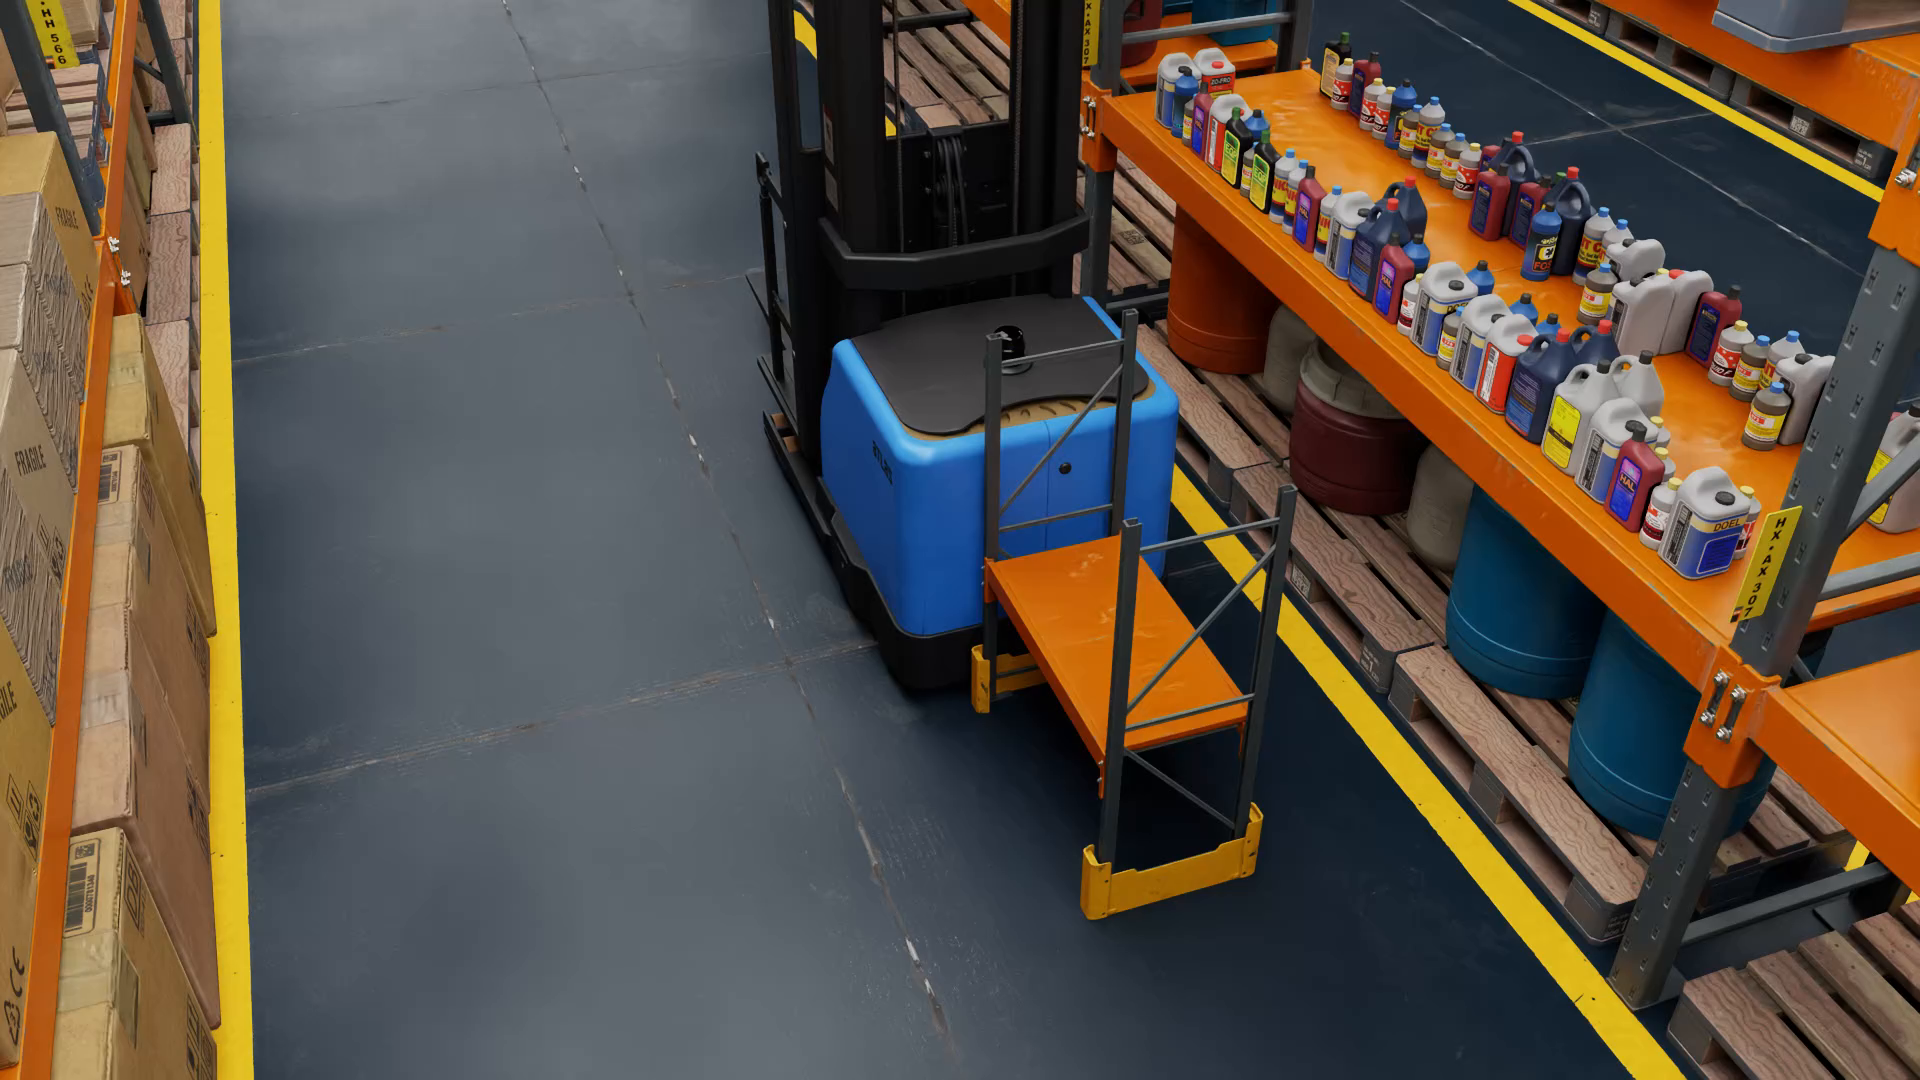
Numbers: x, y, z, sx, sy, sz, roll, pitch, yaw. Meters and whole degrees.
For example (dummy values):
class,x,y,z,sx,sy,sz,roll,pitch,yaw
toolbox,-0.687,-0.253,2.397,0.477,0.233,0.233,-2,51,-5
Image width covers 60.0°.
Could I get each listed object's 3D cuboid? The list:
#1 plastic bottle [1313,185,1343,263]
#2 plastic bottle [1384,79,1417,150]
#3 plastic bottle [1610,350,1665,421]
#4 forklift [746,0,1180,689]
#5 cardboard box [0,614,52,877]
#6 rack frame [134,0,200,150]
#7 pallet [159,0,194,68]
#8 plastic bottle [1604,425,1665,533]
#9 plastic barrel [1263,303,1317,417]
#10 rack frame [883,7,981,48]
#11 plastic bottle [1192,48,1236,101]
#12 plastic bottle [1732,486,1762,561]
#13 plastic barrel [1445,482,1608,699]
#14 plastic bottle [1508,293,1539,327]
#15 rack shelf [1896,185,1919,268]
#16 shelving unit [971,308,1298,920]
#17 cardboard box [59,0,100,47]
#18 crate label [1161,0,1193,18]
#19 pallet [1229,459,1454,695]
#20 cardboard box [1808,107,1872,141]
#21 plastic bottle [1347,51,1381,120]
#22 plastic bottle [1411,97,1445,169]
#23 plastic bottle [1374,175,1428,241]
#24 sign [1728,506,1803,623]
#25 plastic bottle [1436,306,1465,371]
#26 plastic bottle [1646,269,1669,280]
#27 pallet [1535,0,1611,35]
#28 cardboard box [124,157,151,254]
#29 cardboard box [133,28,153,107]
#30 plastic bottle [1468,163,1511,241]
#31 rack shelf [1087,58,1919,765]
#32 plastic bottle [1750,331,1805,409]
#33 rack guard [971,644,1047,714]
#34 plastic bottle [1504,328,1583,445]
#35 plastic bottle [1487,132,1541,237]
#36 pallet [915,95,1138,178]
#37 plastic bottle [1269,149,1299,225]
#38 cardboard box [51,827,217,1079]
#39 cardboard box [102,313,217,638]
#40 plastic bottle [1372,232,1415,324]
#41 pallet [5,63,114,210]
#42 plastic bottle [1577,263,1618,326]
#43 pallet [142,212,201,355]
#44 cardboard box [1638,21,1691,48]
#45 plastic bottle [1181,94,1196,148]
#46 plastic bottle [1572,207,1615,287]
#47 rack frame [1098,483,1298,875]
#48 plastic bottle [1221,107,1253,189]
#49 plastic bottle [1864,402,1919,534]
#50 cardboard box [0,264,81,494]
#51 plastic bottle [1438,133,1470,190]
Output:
class,x,y,z,sx,sy,sz,roll,pitch,yaw
plastic bottle,1.308,-1.114,5.843,0.097,0.271,0.097,0,37,0
plastic bottle,1.759,-1.700,6.621,0.097,0.271,0.097,0,37,0
plastic bottle,1.939,-0.403,4.833,0.144,0.351,0.185,-12,39,-16
forklift,-0.214,-1.528,6.342,1.130,2.935,3.031,-12,39,-16
cardboard box,-2.321,0.449,3.578,0.500,0.500,0.500,-12,39,-16
rack frame,-4.976,-3.435,8.817,1.000,3.000,0.127,-12,39,-16
pallet,-5.664,-3.383,11.066,1.003,0.211,1.213,-12,39,-16
plastic bottle,1.865,-0.171,4.581,0.061,0.283,0.133,-12,39,-16
plastic barrel,1.513,-0.801,7.040,0.421,0.512,0.421,0,37,0
rack frame,-0.326,-4.460,10.178,1.000,3.000,0.127,-12,39,-16
plastic bottle,1.039,-1.871,6.844,0.152,0.276,0.135,-12,39,-16
plastic bottle,2.099,-0.054,4.493,0.097,0.201,0.097,0,37,0
plastic barrel,2.012,0.018,5.627,0.600,0.901,0.708,-12,39,-16
plastic bottle,1.753,-0.649,5.225,0.097,0.271,0.097,0,37,0
rack shelf,3.115,0.278,1.993,1.077,0.370,4.000,-12,39,-16
shelving unit,0.494,0.223,5.207,0.587,1.500,1.083,-12,39,-16
cardboard box,-3.961,-2.277,7.056,0.500,0.250,0.500,-14,39,-17
crate label,0.963,-2.832,7.987,0.502,0.435,0.616,-12,39,-16
pallet,1.777,0.038,6.524,1.003,0.211,1.213,-12,39,-16
cardboard box,5.293,-2.540,9.566,0.500,0.250,0.500,-12,39,-15
plastic bottle,1.670,-1.884,6.854,0.061,0.283,0.133,-12,39,-16
plastic bottle,1.826,-1.590,6.475,0.097,0.271,0.097,0,37,0
plastic bottle,1.521,-1.103,5.762,0.144,0.351,0.185,-12,39,-16
sign,1.910,0.061,3.946,0.100,0.325,0.005,-12,39,-16
plastic bottle,1.577,-0.645,5.278,0.097,0.201,0.097,0,37,0
plastic bottle,2.293,-0.796,5.479,0.097,0.201,0.097,0,37,0
pallet,4.616,-3.962,11.834,1.003,0.211,1.213,-12,39,-16
cardboard box,-4.446,-1.672,8.188,0.700,0.500,0.500,-16,40,-20
cardboard box,-5.077,-2.838,9.754,0.500,0.500,0.500,-14,39,-17
plastic bottle,1.912,-1.234,5.992,0.061,0.283,0.133,-12,39,-16
rack shelf,1.739,-0.784,5.895,1.077,0.370,4.000,-12,39,-16
plastic bottle,2.485,-0.508,5.038,0.097,0.271,0.097,0,37,0
rack guard,0.326,0.441,5.957,0.587,0.250,0.087,-12,39,-16
plastic bottle,1.740,-0.477,4.932,0.144,0.351,0.185,-12,39,-16
plastic bottle,1.999,-1.297,6.019,0.144,0.351,0.185,-12,39,-16
pallet,0.404,-2.221,9.523,1.003,0.211,1.213,-12,39,-16
plastic bottle,1.195,-1.300,6.089,0.097,0.271,0.097,0,37,0
cardboard box,-2.463,1.408,3.805,1.225,0.875,0.875,-12,39,-16
cardboard box,-3.382,-0.100,5.807,1.225,0.875,0.875,-14,39,-18
plastic bottle,1.440,-0.870,5.509,0.061,0.283,0.133,-12,39,-16
pallet,-3.945,-1.479,6.380,1.213,0.211,1.003,-12,39,-16
plastic bottle,2.116,-0.820,5.510,0.097,0.201,0.097,0,37,0
pallet,-4.284,-1.191,8.156,1.003,0.211,1.213,-12,39,-16
cardboard box,4.762,-3.405,10.714,0.500,0.250,0.500,-12,39,-15
plastic bottle,0.944,-1.684,6.657,0.097,0.201,0.097,0,37,0
plastic bottle,2.179,-1.010,5.705,0.097,0.271,0.097,0,37,0
rack frame,0.662,0.506,4.831,0.500,1.500,0.032,-12,39,-16
plastic bottle,1.058,-1.496,6.340,0.061,0.283,0.133,-12,39,-16
plastic bottle,2.596,-0.210,4.577,0.144,0.351,0.185,-12,39,-16
cardboard box,-2.850,-0.412,4.721,0.500,0.500,0.500,-14,39,-17
plastic bottle,1.893,-1.452,6.350,0.097,0.201,0.097,0,37,0
